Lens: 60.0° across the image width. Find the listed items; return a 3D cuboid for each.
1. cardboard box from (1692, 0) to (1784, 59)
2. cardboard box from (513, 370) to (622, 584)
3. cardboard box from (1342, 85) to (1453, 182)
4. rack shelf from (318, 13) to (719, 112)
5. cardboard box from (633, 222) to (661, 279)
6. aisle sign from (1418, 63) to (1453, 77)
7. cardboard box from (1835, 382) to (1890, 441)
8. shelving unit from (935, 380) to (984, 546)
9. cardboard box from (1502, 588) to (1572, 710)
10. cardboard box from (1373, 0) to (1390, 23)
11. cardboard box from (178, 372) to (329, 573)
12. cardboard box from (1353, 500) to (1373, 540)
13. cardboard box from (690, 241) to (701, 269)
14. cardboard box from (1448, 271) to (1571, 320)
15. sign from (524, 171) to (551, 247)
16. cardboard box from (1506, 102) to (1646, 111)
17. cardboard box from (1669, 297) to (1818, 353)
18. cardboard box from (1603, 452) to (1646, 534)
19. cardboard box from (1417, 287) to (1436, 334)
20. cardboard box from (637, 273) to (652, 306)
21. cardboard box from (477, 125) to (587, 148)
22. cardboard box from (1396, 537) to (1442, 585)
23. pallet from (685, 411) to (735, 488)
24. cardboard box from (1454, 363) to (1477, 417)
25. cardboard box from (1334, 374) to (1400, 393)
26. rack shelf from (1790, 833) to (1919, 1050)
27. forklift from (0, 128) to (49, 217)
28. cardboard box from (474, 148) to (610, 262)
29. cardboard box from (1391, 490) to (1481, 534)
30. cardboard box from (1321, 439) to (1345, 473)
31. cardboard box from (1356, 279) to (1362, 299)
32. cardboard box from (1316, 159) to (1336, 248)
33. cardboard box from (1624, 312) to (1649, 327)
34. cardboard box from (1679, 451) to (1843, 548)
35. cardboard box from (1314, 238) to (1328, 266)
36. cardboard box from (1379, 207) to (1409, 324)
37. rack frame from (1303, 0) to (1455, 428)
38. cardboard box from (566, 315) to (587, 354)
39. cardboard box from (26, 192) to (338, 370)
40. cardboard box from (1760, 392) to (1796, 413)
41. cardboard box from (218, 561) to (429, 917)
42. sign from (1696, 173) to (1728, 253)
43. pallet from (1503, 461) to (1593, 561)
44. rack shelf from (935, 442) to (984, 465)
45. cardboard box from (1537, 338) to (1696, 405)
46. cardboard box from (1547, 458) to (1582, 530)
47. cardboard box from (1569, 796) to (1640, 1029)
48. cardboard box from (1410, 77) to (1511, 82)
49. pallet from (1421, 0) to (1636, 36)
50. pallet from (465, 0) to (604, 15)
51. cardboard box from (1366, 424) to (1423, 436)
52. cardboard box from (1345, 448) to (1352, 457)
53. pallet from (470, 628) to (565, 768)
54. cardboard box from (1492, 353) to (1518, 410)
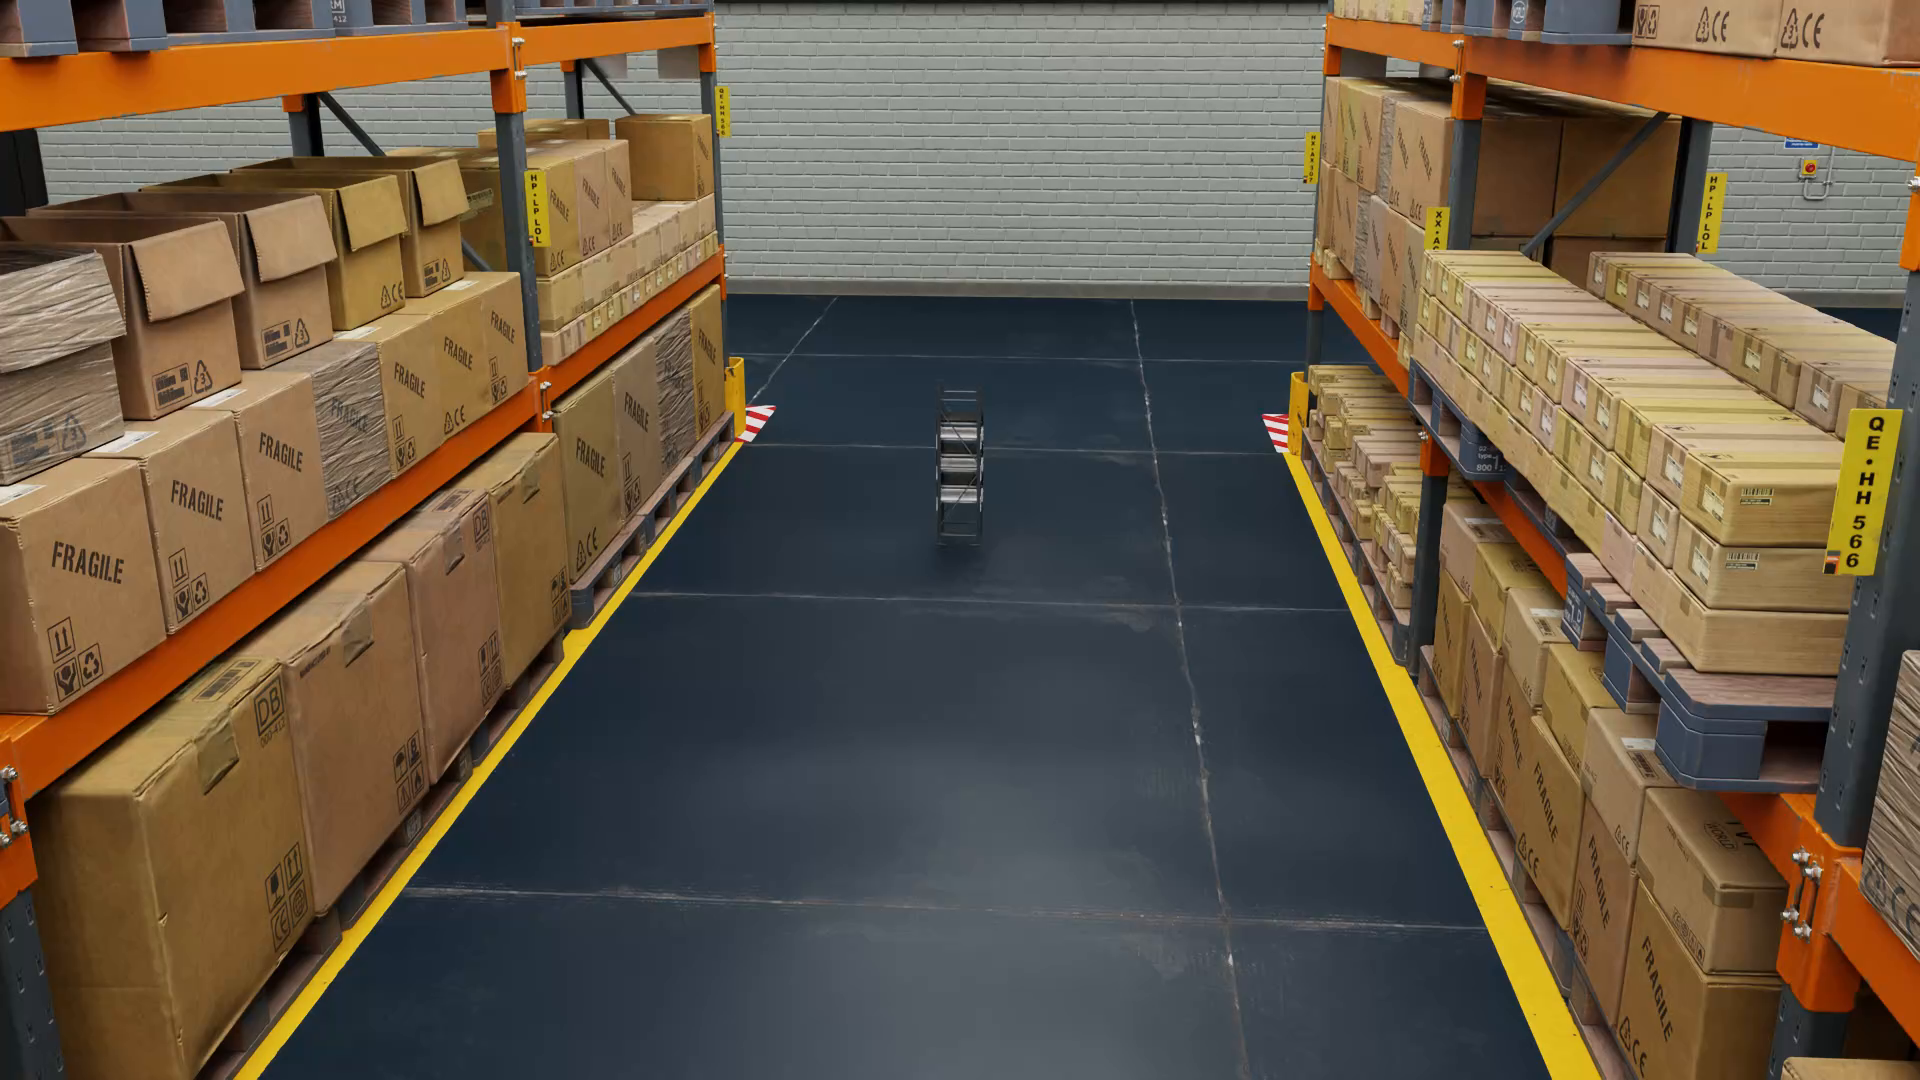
[{"bbox_3d":[2.061,-1.378,3.833,0.500,0.500,0.500,1,18,4],"label":"cardboard box"},{"bbox_3d":[-2.276,-0.344,8.393,0.875,0.875,0.875,1,18,4],"label":"cardboard box"},{"bbox_3d":[2.437,-2.263,9.269,0.500,0.500,0.500,1,18,3],"label":"cardboard box"},{"bbox_3d":[-2.260,-2.655,9.048,1.077,0.370,4.000,1,18,4],"label":"rack shelf"},{"bbox_3d":[-1.993,-1.629,9.341,0.500,0.250,0.500,1,18,4],"label":"cardboard box"},{"bbox_3d":[3.128,-3.302,10.509,0.394,0.787,0.004,1,18,4],"label":"aisle sign"},{"bbox_3d":[2.535,-0.310,4.326,0.380,0.149,0.250,1,18,2],"label":"cardboard box"},{"bbox_3d":[0.001,-0.430,9.291,0.258,0.900,0.210,1,18,4],"label":"shelving unit"},{"bbox_3d":[2.144,0.371,5.610,0.500,0.250,0.500,2,18,6],"label":"cardboard box"},{"bbox_3d":[2.423,-2.788,8.536,0.500,0.250,0.500,1,18,4],"label":"cardboard box"},{"bbox_3d":[-2.315,-0.220,5.117,0.500,0.500,0.500,1,18,3],"label":"cardboard box"},{"bbox_3d":[2.299,-0.104,8.828,0.380,0.149,0.250,1,18,4],"label":"cardboard box"},{"bbox_3d":[-1.849,-1.797,10.492,0.380,0.149,0.250,1,18,4],"label":"cardboard box"},{"bbox_3d":[2.015,-0.893,6.105,0.380,0.149,0.250,1,18,4],"label":"cardboard box"},{"bbox_3d":[-1.861,-1.454,7.311,0.100,0.325,0.005,1,18,4],"label":"sign"},{"bbox_3d":[2.834,-1.769,7.759,0.500,0.500,0.500,1,18,2],"label":"cardboard box"},{"bbox_3d":[2.624,-0.721,5.580,0.380,0.149,0.250,1,18,2],"label":"cardboard box"},{"bbox_3d":[1.865,-0.116,4.211,0.380,0.149,0.250,2,18,5],"label":"cardboard box"},{"bbox_3d":[2.050,-0.918,6.659,0.380,0.149,0.250,2,18,5],"label":"cardboard box"},{"bbox_3d":[-1.940,-1.400,9.281,0.380,0.149,0.250,1,18,2],"label":"cardboard box"},{"bbox_3d":[-2.487,-2.160,9.757,0.500,0.500,0.500,1,18,2],"label":"cardboard box"},{"bbox_3d":[2.243,0.100,7.726,0.380,0.149,0.250,2,18,5],"label":"cardboard box"},{"bbox_3d":[-2.095,-0.618,10.969,1.003,0.211,1.213,1,18,4],"label":"pallet"},{"bbox_3d":[1.995,-0.535,5.967,0.380,0.149,0.250,1,18,4],"label":"cardboard box"},{"bbox_3d":[2.548,-0.935,10.408,0.380,0.149,0.250,2,18,5],"label":"cardboard box"},{"bbox_3d":[2.107,1.397,1.498,1.077,0.370,4.000,1,18,4],"label":"rack shelf"},{"bbox_3d":[-5.461,-1.278,8.617,3.031,2.935,1.130,-10,21,-28],"label":"forklift"},{"bbox_3d":[-2.071,-1.673,8.270,0.500,0.500,0.500,1,18,4],"label":"cardboard box"},{"bbox_3d":[2.282,-0.133,7.959,0.380,0.149,0.250,2,18,5],"label":"cardboard box"},{"bbox_3d":[2.391,-0.503,10.044,0.380,0.149,0.250,2,18,5],"label":"cardboard box"},{"bbox_3d":[2.452,-1.433,9.381,0.380,0.149,0.250,1,18,3],"label":"cardboard box"},{"bbox_3d":[2.516,-2.106,10.396,0.500,0.500,0.500,2,18,7],"label":"cardboard box"},{"bbox_3d":[2.667,-0.743,6.125,0.380,0.149,0.250,2,18,6],"label":"cardboard box"},{"bbox_3d":[1.828,-0.092,3.659,0.380,0.149,0.250,1,18,2],"label":"cardboard box"},{"bbox_3d":[2.474,-1.838,10.619,0.380,0.149,0.250,1,18,3],"label":"cardboard box"},{"bbox_3d":[2.328,-1.315,7.981,0.500,0.500,0.500,1,18,2],"label":"cardboard box"},{"bbox_3d":[2.824,-2.051,10.865,1.000,3.000,0.127,1,18,4],"label":"rack frame"},{"bbox_3d":[-2.031,-0.997,8.053,0.380,0.149,0.250,1,18,2],"label":"cardboard box"},{"bbox_3d":[-2.530,-0.870,5.489,0.797,0.503,0.637,2,18,6],"label":"cardboard box"},{"bbox_3d":[2.576,-0.333,4.875,0.380,0.149,0.250,1,18,3],"label":"cardboard box"},{"bbox_3d":[-2.548,0.611,5.478,1.225,0.875,0.875,1,18,4],"label":"cardboard box"},{"bbox_3d":[3.091,-1.347,6.859,0.100,0.325,0.005,1,18,4],"label":"sign"},{"bbox_3d":[2.351,-0.091,5.191,1.003,0.211,1.213,1,18,4],"label":"pallet"},{"bbox_3d":[0.001,-0.484,9.273,0.258,0.077,0.200,1,18,4],"label":"rack shelf"},{"bbox_3d":[1.923,-0.493,4.884,0.380,0.149,0.250,2,18,7],"label":"cardboard box"},{"bbox_3d":[1.904,-0.128,4.725,0.380,0.149,0.250,0,18,1],"label":"cardboard box"},{"bbox_3d":[2.078,1.051,4.739,0.500,0.500,0.500,2,18,6],"label":"cardboard box"},{"bbox_3d":[3.039,-2.567,10.196,0.500,0.500,0.500,1,18,3],"label":"cardboard box"},{"bbox_3d":[2.387,-1.955,6.058,1.213,0.211,1.003,1,18,4],"label":"pallet"},{"bbox_3d":[-2.334,-2.588,7.829,1.003,0.211,1.213,1,18,4],"label":"pallet"},{"bbox_3d":[2.450,-0.534,9.184,0.380,0.149,0.250,1,18,4],"label":"cardboard box"},{"bbox_3d":[2.474,-0.556,9.730,0.380,0.149,0.250,0,18,1],"label":"cardboard box"},{"bbox_3d":[-2.383,0.616,7.205,1.003,0.211,1.213,1,18,4],"label":"pallet"},{"bbox_3d":[1.961,-0.510,5.415,0.380,0.149,0.250,1,18,3],"label":"cardboard box"}]
